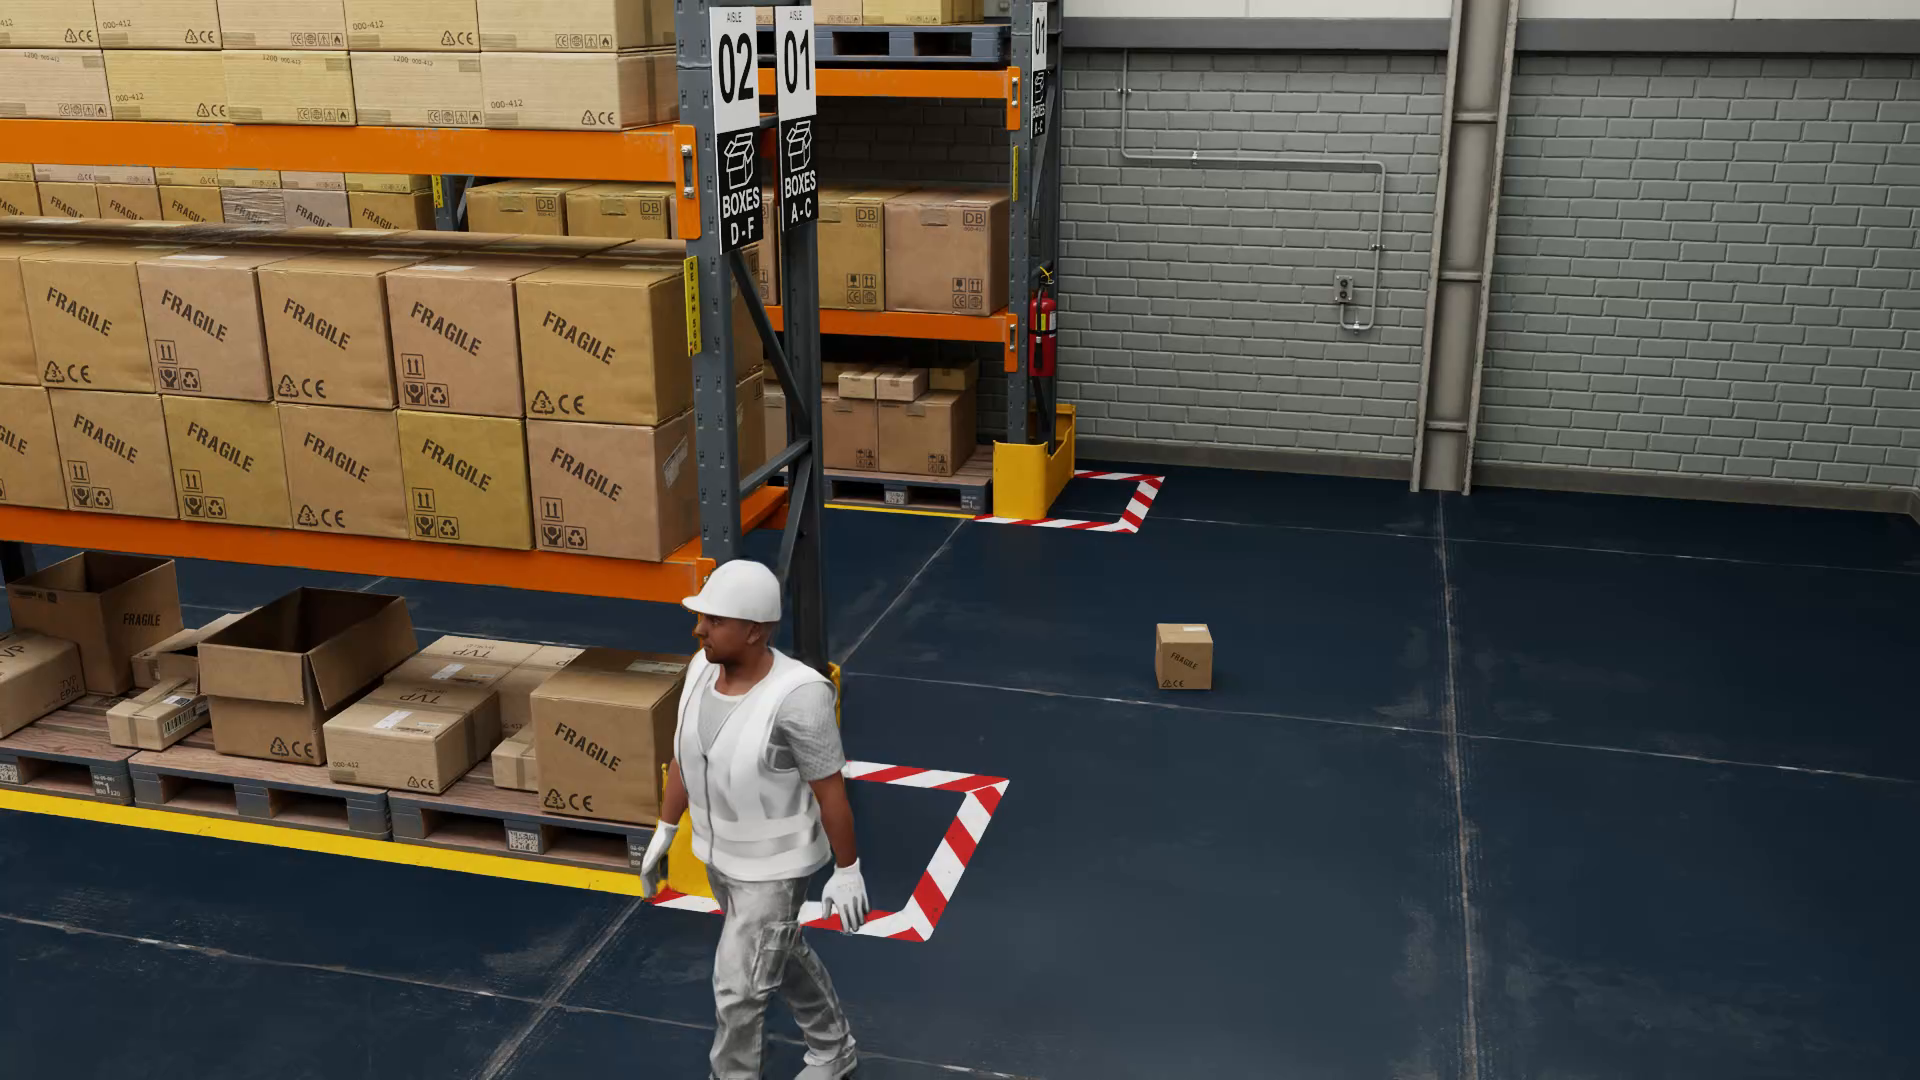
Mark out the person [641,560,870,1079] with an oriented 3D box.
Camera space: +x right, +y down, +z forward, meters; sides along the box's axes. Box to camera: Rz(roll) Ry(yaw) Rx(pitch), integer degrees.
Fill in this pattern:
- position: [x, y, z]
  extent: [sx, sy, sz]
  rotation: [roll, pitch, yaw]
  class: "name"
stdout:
- position: [-0.641, 0.916, 4.668]
  extent: [0.864, 1.758, 0.615]
  rotation: [-16, 24, -40]
  class: "person"
